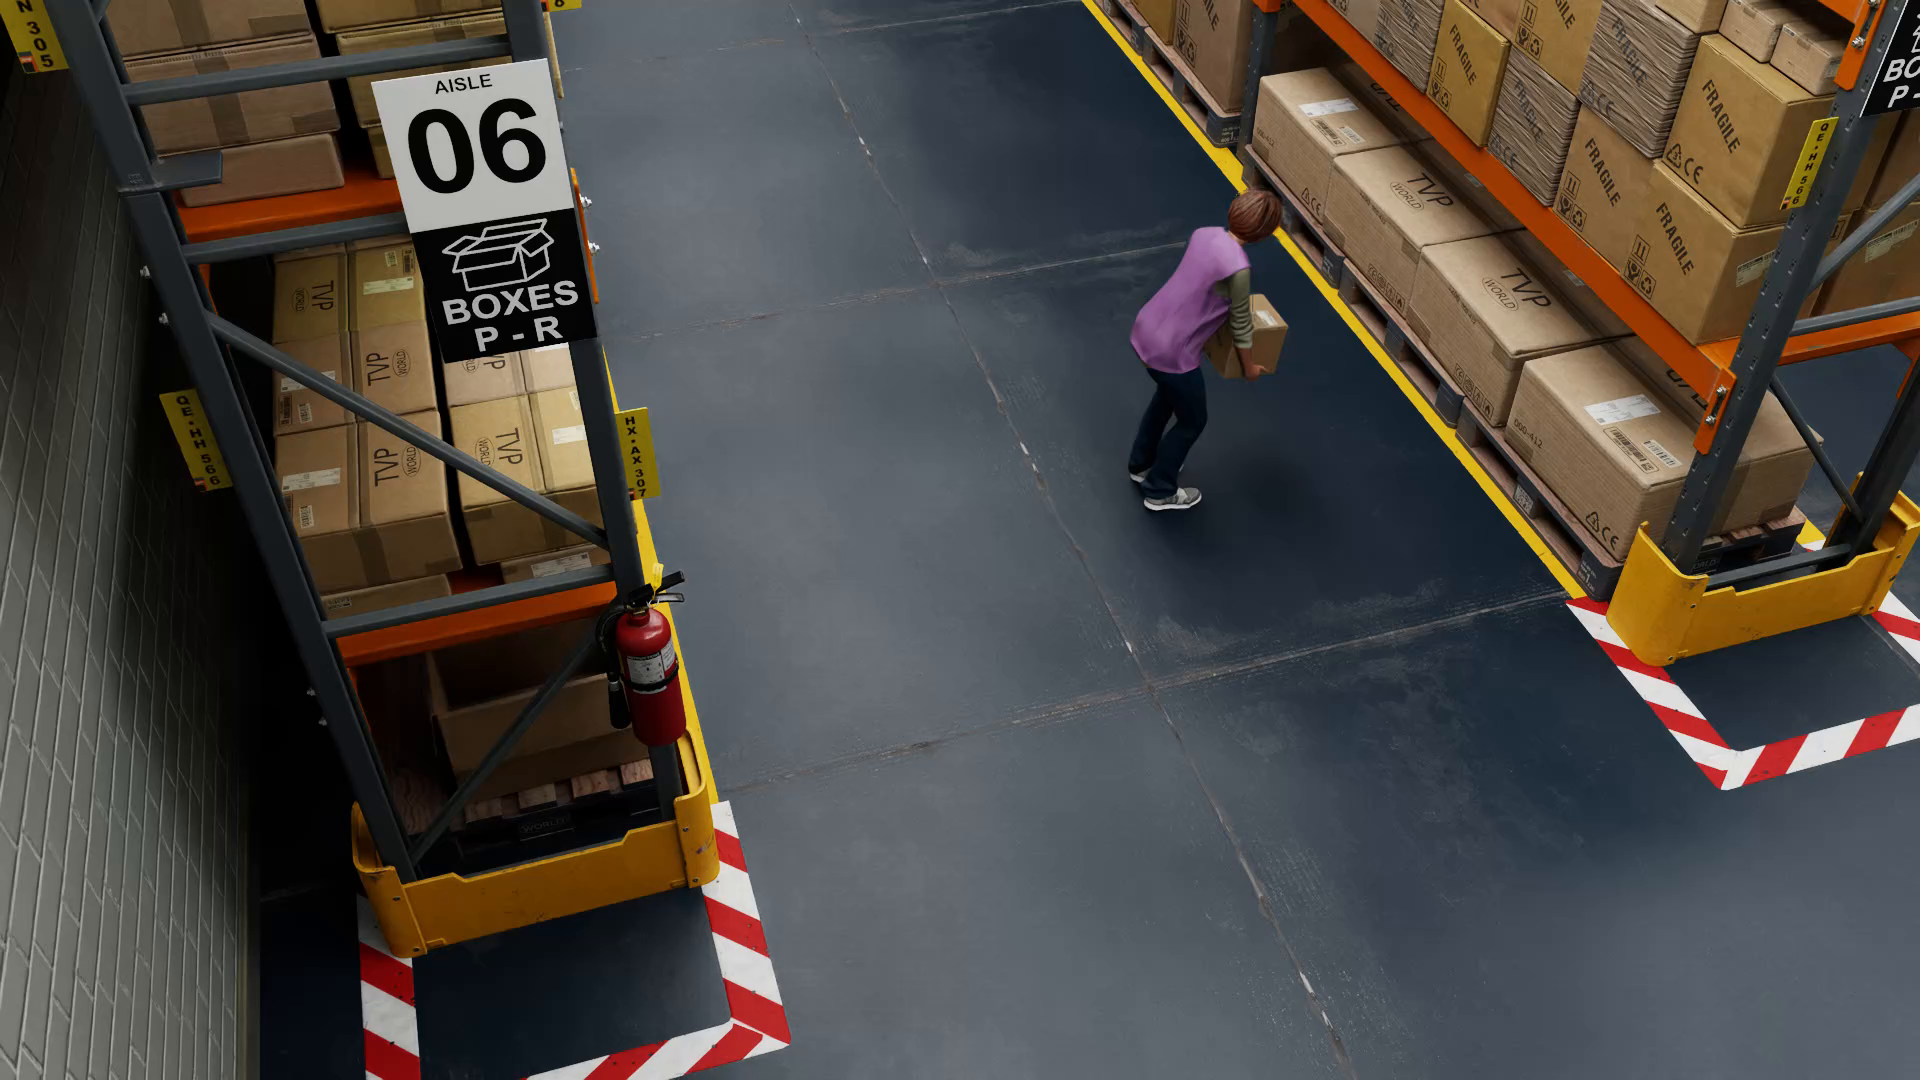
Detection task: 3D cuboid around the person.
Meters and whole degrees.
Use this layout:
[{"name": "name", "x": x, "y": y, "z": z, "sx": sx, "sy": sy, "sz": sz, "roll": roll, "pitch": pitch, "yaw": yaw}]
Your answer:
[{"name": "person", "x": 1.019, "y": -0.798, "z": 7.109, "sx": 0.598, "sy": 1.495, "sz": 0.375, "roll": -13, "pitch": 44, "yaw": -13}]
